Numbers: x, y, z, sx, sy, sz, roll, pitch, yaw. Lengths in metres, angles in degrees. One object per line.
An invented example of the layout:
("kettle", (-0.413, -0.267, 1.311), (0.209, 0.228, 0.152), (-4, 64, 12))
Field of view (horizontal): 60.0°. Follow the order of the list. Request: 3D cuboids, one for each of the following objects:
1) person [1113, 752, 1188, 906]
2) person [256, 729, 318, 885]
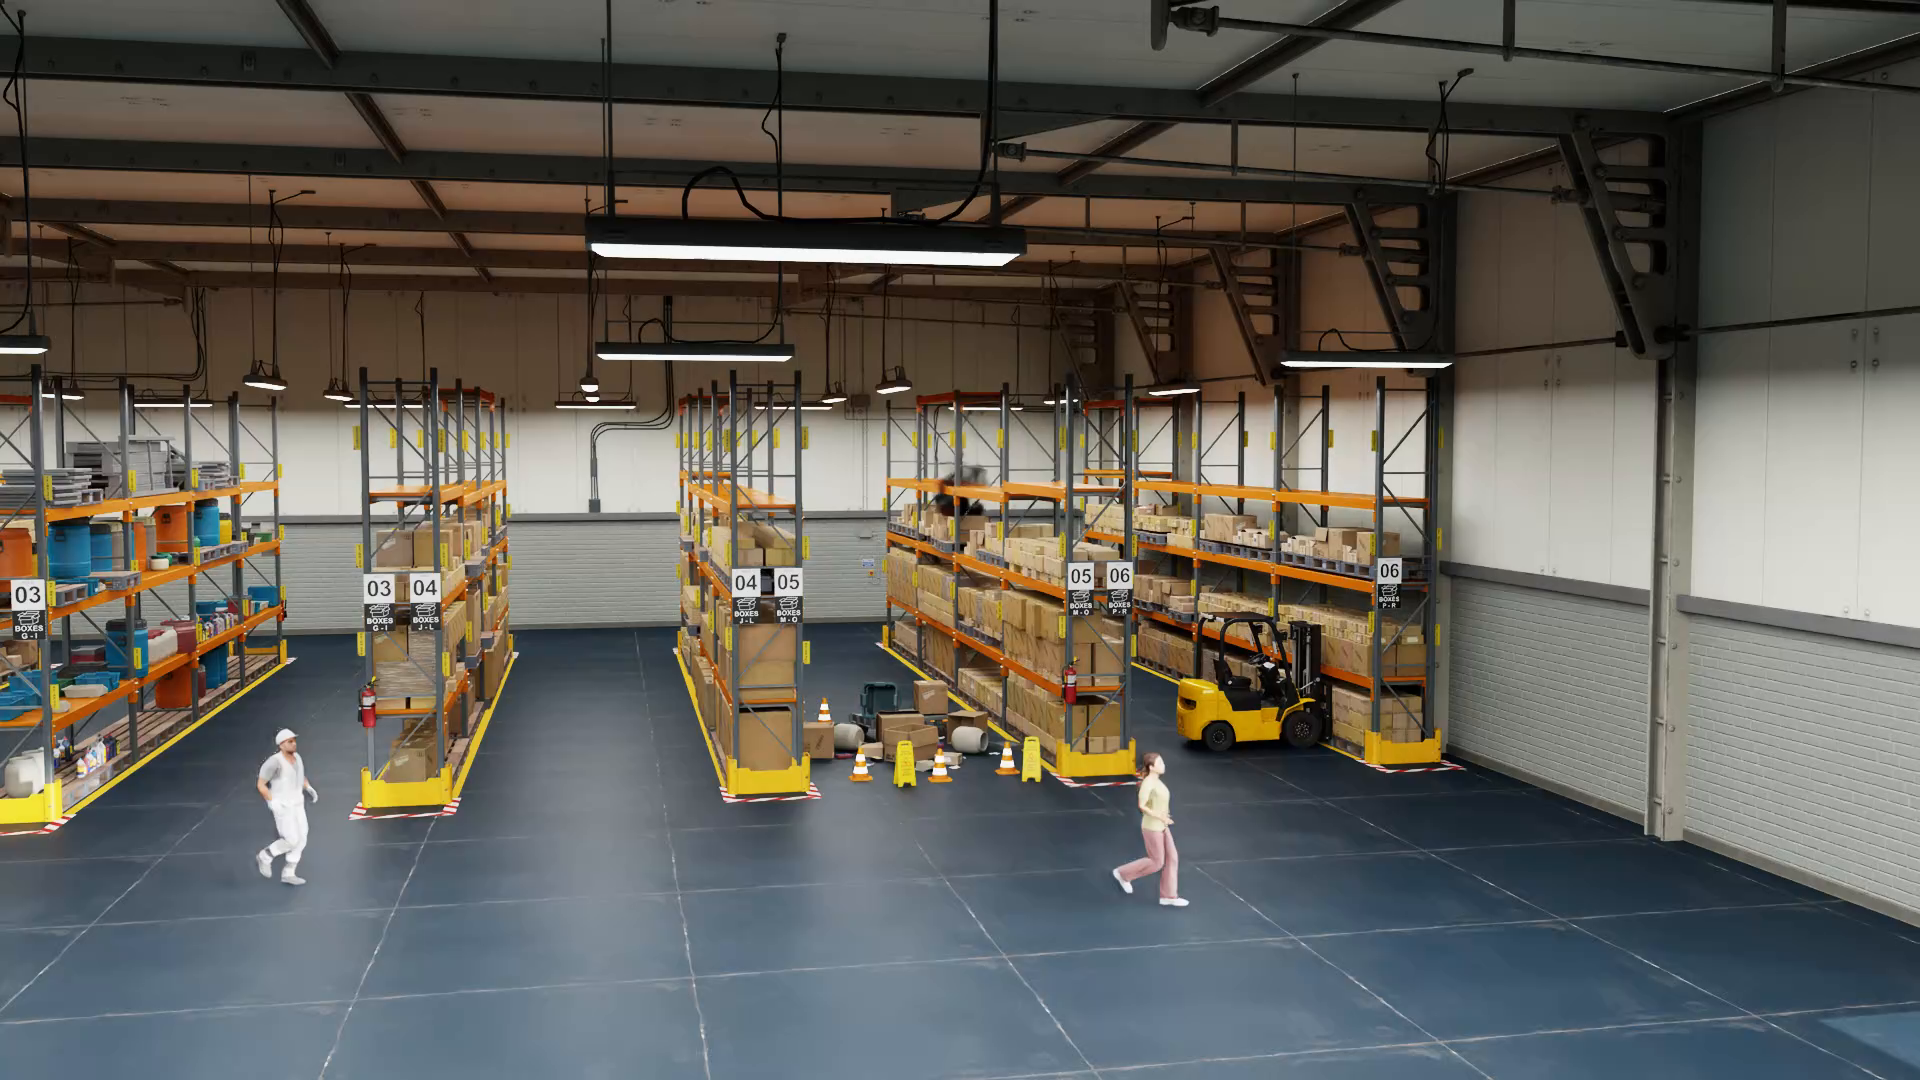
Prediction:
("person", (2.069, 3.101, 17.926), (0.820, 1.638, 0.591), (1, 4, 21))
("person", (-7.643, 3.010, 18.823), (0.593, 1.755, 0.678), (1, 4, 17))
